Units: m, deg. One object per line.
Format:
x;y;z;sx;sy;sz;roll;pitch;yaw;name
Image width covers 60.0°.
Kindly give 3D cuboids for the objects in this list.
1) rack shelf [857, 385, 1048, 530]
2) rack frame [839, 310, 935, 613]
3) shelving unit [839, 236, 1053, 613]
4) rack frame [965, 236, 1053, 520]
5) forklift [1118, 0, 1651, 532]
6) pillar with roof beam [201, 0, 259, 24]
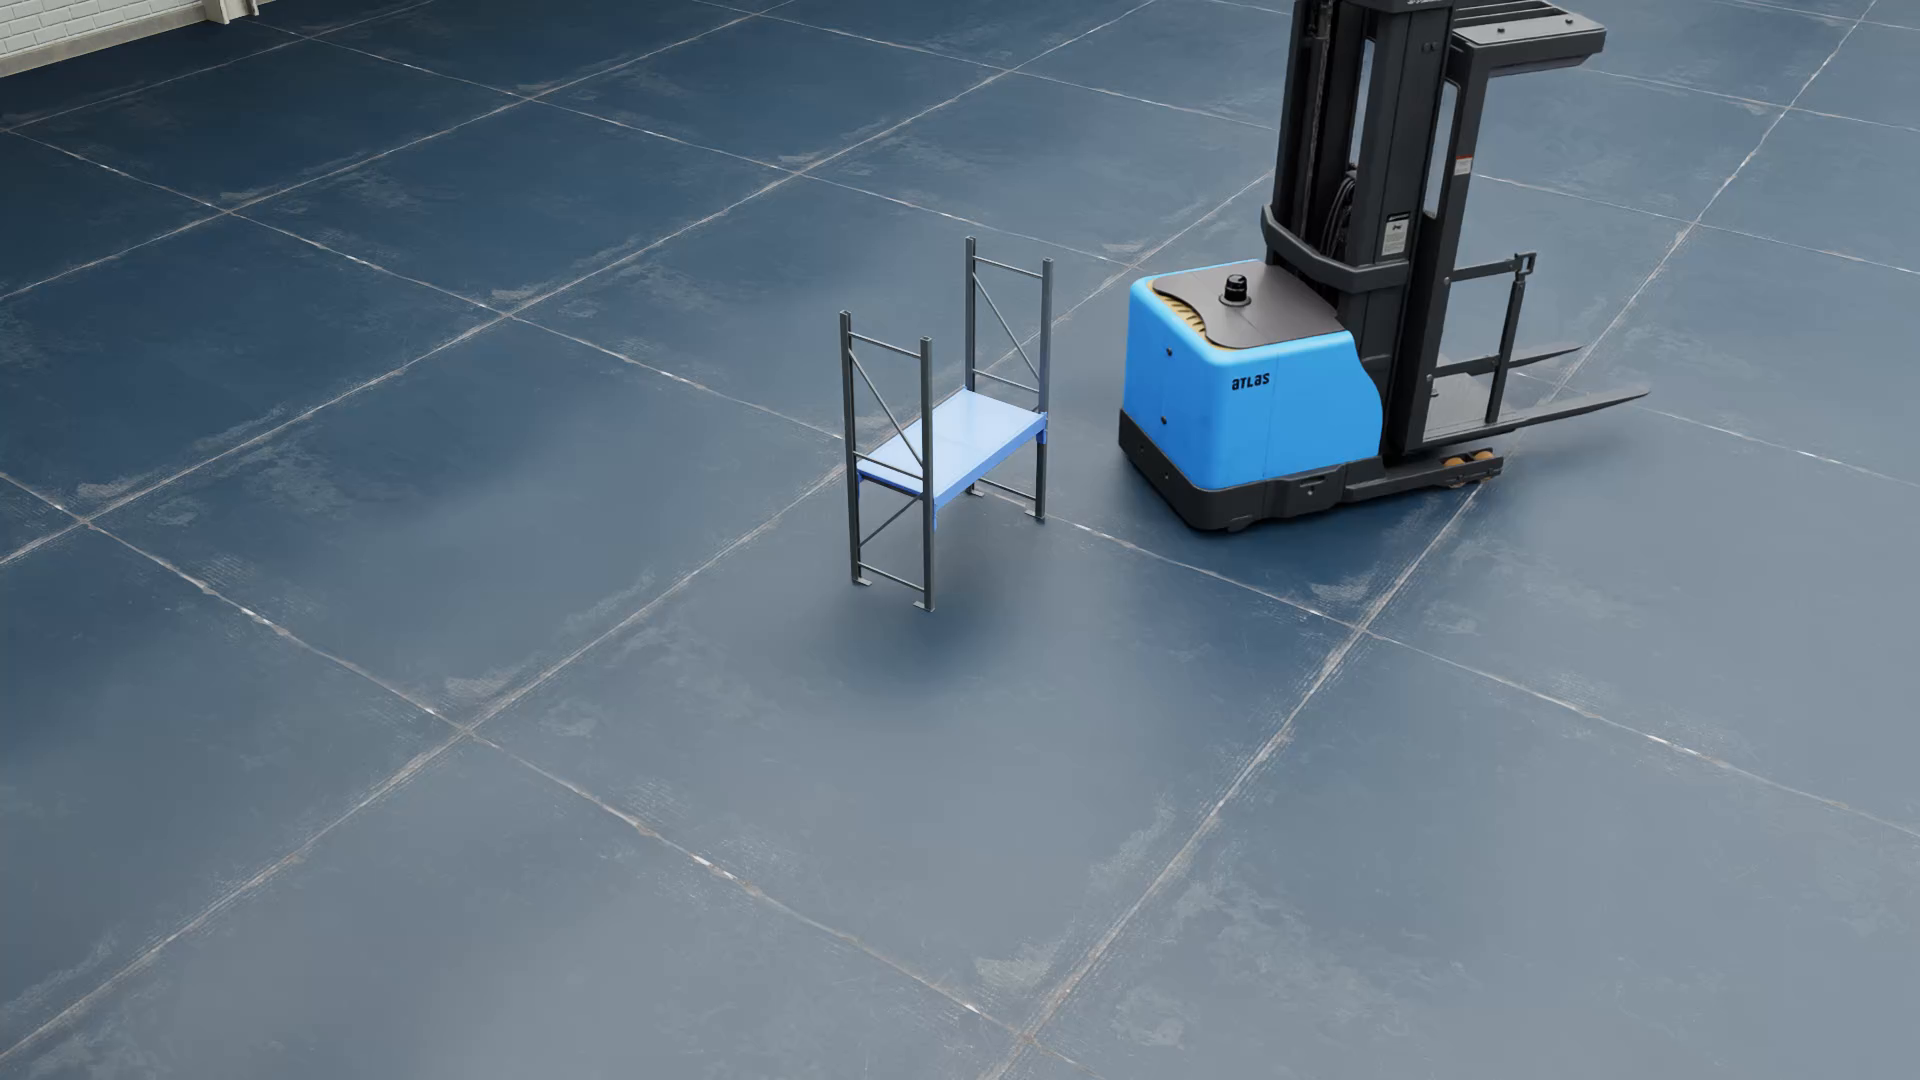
-0.049;-0.433;8.373;0.538;0.185;1.000;21;39;28;rack shelf
-0.338;-0.348;7.926;0.500;1.500;0.032;21;39;28;rack frame
-0.049;-0.582;8.272;0.538;1.500;1.048;21;39;28;shelving unit
0.241;-0.816;8.618;0.500;1.500;0.032;21;39;28;rack frame
2.468;-1.764;8.741;3.031;2.935;1.130;-12;36;-17;forklift
-3.623;-7.506;11.816;9.100;9.000;0.400;21;39;28;pillar with roof beam
